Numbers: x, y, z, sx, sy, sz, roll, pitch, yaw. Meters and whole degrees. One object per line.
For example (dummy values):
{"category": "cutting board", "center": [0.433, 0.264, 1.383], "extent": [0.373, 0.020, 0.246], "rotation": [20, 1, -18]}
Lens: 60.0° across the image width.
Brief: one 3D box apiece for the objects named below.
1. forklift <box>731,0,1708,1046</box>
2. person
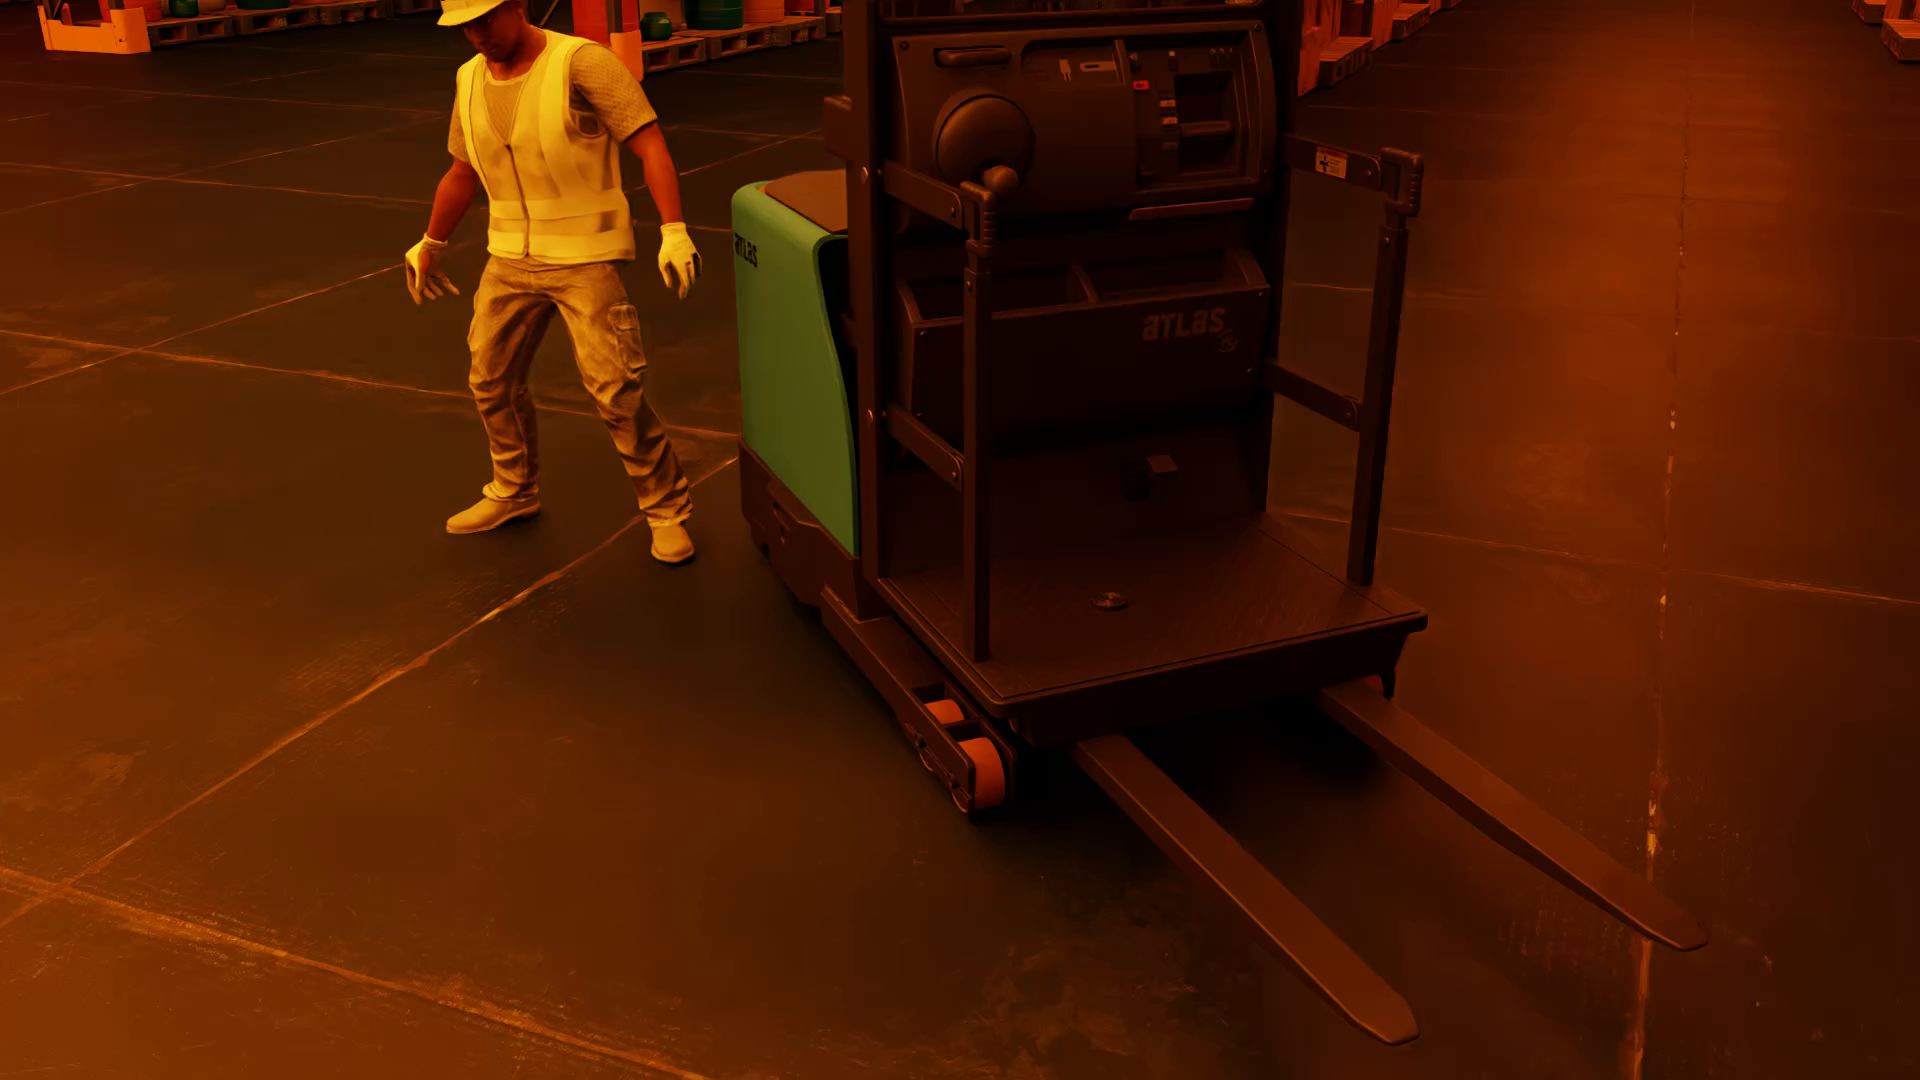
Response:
{"category": "forklift", "center": [0.382, -0.939, 3.540], "extent": [1.130, 2.935, 3.031], "rotation": [-10, 24, -22]}
{"category": "person", "center": [-1.196, -0.788, 4.762], "extent": [0.975, 1.733, 0.443], "rotation": [9, 24, 20]}
